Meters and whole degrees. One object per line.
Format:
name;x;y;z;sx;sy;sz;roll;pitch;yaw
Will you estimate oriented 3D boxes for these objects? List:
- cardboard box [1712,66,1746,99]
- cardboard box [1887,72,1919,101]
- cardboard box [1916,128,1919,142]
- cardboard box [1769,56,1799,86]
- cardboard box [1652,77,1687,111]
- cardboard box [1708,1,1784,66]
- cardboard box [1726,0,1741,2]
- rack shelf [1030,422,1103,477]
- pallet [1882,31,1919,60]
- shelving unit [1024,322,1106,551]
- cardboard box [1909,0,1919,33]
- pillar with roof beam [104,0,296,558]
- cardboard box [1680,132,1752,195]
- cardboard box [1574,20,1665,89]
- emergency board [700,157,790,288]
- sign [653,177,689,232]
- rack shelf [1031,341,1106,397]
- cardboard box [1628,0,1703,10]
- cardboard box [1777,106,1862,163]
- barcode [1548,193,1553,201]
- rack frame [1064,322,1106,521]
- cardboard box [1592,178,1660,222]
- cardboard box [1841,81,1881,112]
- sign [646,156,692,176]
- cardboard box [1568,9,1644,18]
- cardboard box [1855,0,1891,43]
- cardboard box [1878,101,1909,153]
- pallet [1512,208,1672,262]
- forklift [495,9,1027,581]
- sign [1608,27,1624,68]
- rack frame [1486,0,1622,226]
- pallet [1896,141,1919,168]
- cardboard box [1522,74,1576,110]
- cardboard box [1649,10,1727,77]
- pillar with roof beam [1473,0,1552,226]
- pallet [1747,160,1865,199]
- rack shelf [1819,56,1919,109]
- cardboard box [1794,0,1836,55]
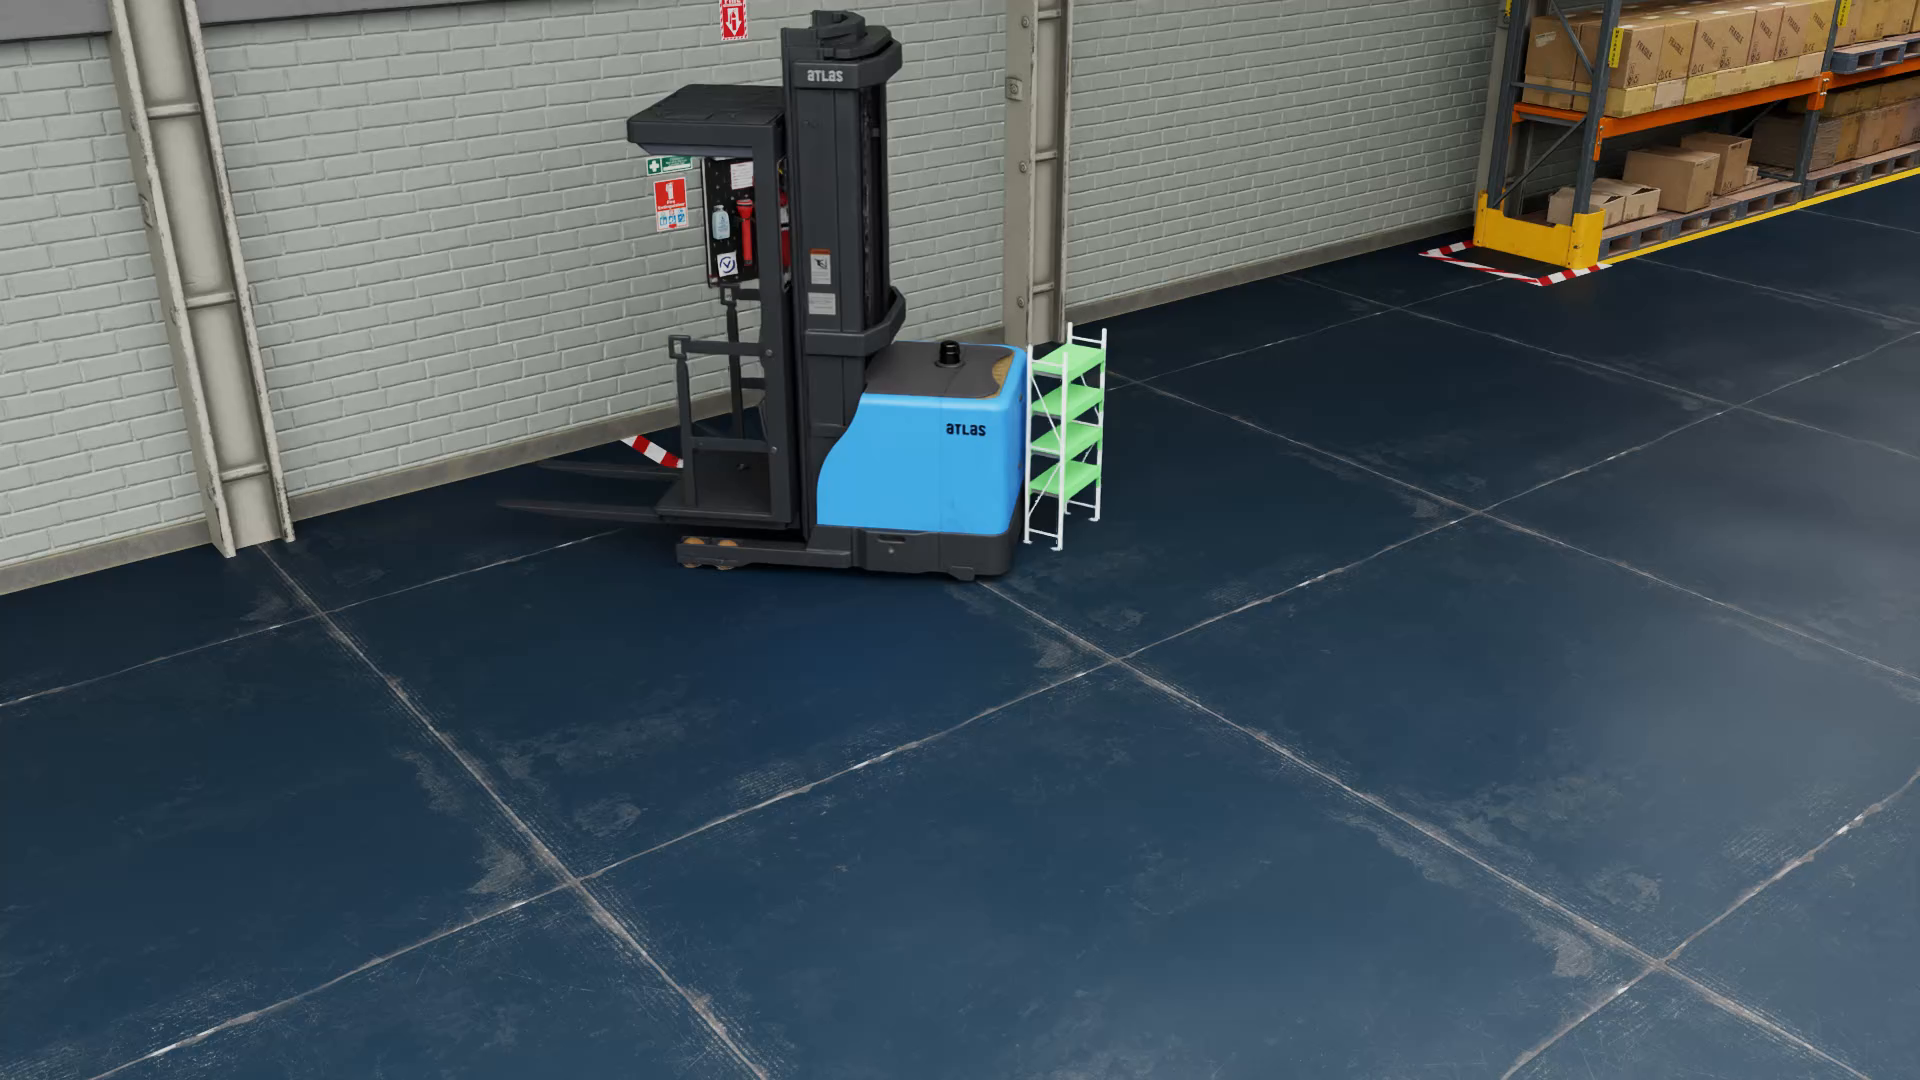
cardboard box;7.066;-4.372;15.761;0.500;0.250;0.500;-18;30;-34
cardboard box;10.556;-5.161;18.863;0.500;0.250;0.500;-18;30;-33
cardboard box;11.043;-4.948;19.295;0.500;0.500;0.700;-18;30;-33
cardboard box;7.847;-4.638;16.336;0.500;0.250;0.500;-18;30;-34
cardboard box;6.262;-4.111;15.199;0.500;0.250;0.500;-19;31;-36
cardboard box;7.457;-4.845;15.889;0.500;0.500;0.500;-19;31;-35
cardboard box;7.522;-5.143;16.531;0.500;0.500;0.500;-18;31;-34
rack shelf;0.606;-0.539;9.639;0.258;0.148;0.480;14;28;27
pallet;10.045;-5.472;18.205;1.213;0.211;1.003;-18;31;-34
shelving unit;0.606;-0.597;9.612;0.258;1.200;0.503;14;28;27
cardboard box;10.247;-5.875;18.205;0.500;0.500;0.700;-18;31;-34
pillar with roof beam;-1.487;-2.655;4.781;0.400;9.000;9.100;-18;31;-34
cardboard box;7.638;-3.830;16.887;0.500;0.500;0.500;-21;32;-38
cardboard box;5.844;-4.314;14.746;0.500;0.500;0.500;-18;31;-34
emergency board;-1.390;-2.289;11.119;0.643;1.169;0.194;-18;31;-34
sign;-1.889;-2.196;10.875;0.234;0.329;0.001;-18;31;-34
rack shelf;0.606;-0.975;9.437;0.258;0.148;0.480;14;28;27
cardboard box;6.725;-4.877;15.958;0.500;0.500;0.500;-18;30;-33
cardboard box;9.375;-4.461;18.245;0.500;0.500;0.700;-19;31;-35
barcode;5.650;-3.280;15.914;0.075;0.075;0.001;-18;31;-34
rack frame;0.730;-0.686;9.803;0.240;1.200;0.015;14;28;27
cardboard box;6.331;-3.286;15.939;0.500;0.311;0.500;-15;29;-30
cardboard box;9.751;-4.902;18.305;0.500;0.250;0.500;-19;31;-35
sign;-1.880;-2.434;10.760;0.331;0.109;0.001;-18;31;-34
cardboard box;5.924;-4.610;15.384;0.500;0.500;0.500;-18;30;-33
cardboard box;9.296;-5.556;17.517;0.500;0.500;0.700;-15;29;-29
cardboard box;10.193;-4.714;18.791;0.500;0.500;0.700;-18;31;-34
pallet;6.003;-2.963;15.883;1.213;0.211;1.003;-18;31;-34
forklift;-1.160;-1.375;9.230;3.031;2.935;1.130;4;25;8
sign;5.617;-4.221;14.254;0.005;0.325;0.100;-18;31;-34
rack frame;5.282;-4.008;14.824;0.127;3.000;1.000;-18;31;-34
pallet;10.962;-4.619;19.452;1.213;0.211;1.003;-18;31;-34
cardboard box;5.531;-4.135;15.251;0.500;0.250;0.500;-18;30;-33
cardboard box;6.649;-4.571;15.300;0.500;0.500;0.500;-19;31;-36
pillar with roof beam;7.956;-5.772;11.497;0.400;9.000;9.100;-18;31;-34
pallet;9.042;-3.985;18.087;1.213;0.211;1.003;-18;31;-34
rack shelf;10.004;-5.241;18.334;4.000;0.370;1.077;-18;31;-34
cardboard box;8.249;-5.103;16.447;0.500;0.500;0.500;-18;31;-34
